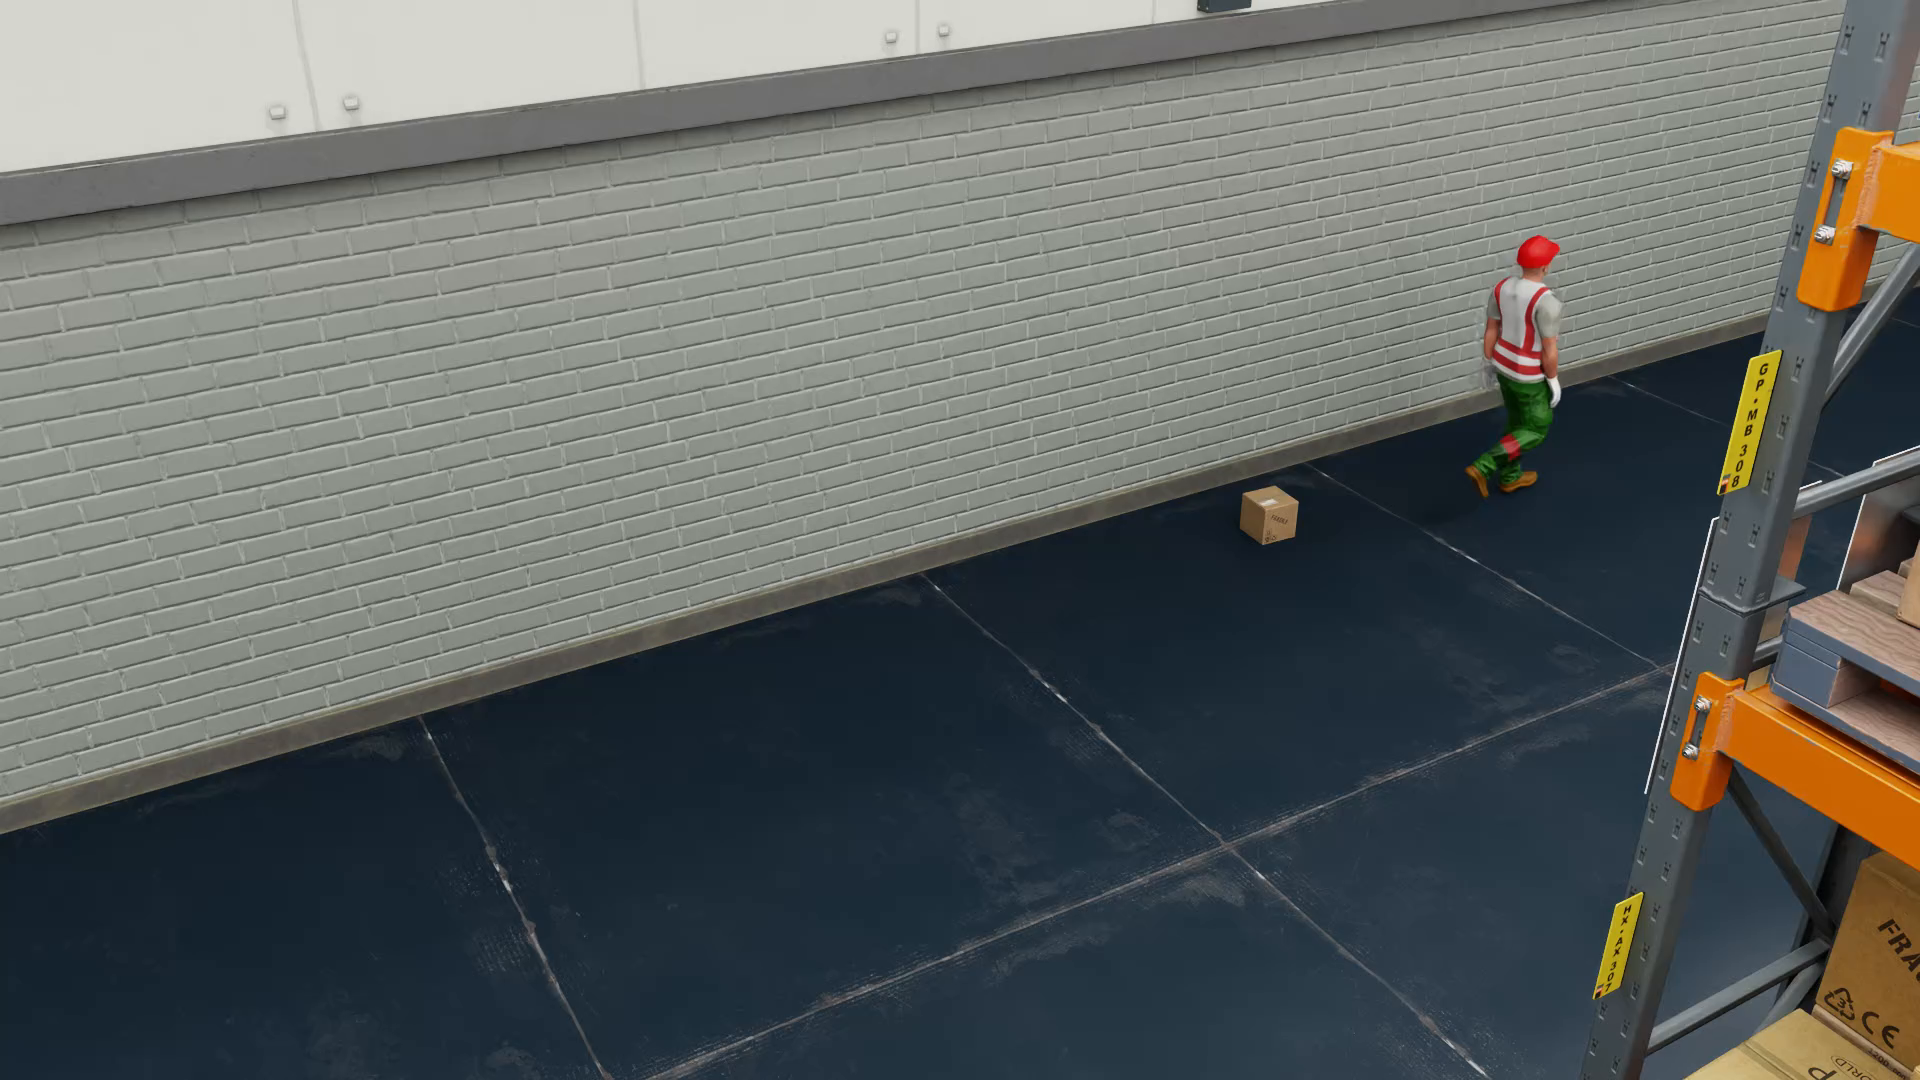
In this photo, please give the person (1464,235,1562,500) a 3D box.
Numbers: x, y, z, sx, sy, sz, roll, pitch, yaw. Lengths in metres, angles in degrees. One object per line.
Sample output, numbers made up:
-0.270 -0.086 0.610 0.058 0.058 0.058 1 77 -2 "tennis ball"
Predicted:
3.512 -1.054 10.439 0.759 1.770 0.543 -12 31 -21 "person"
